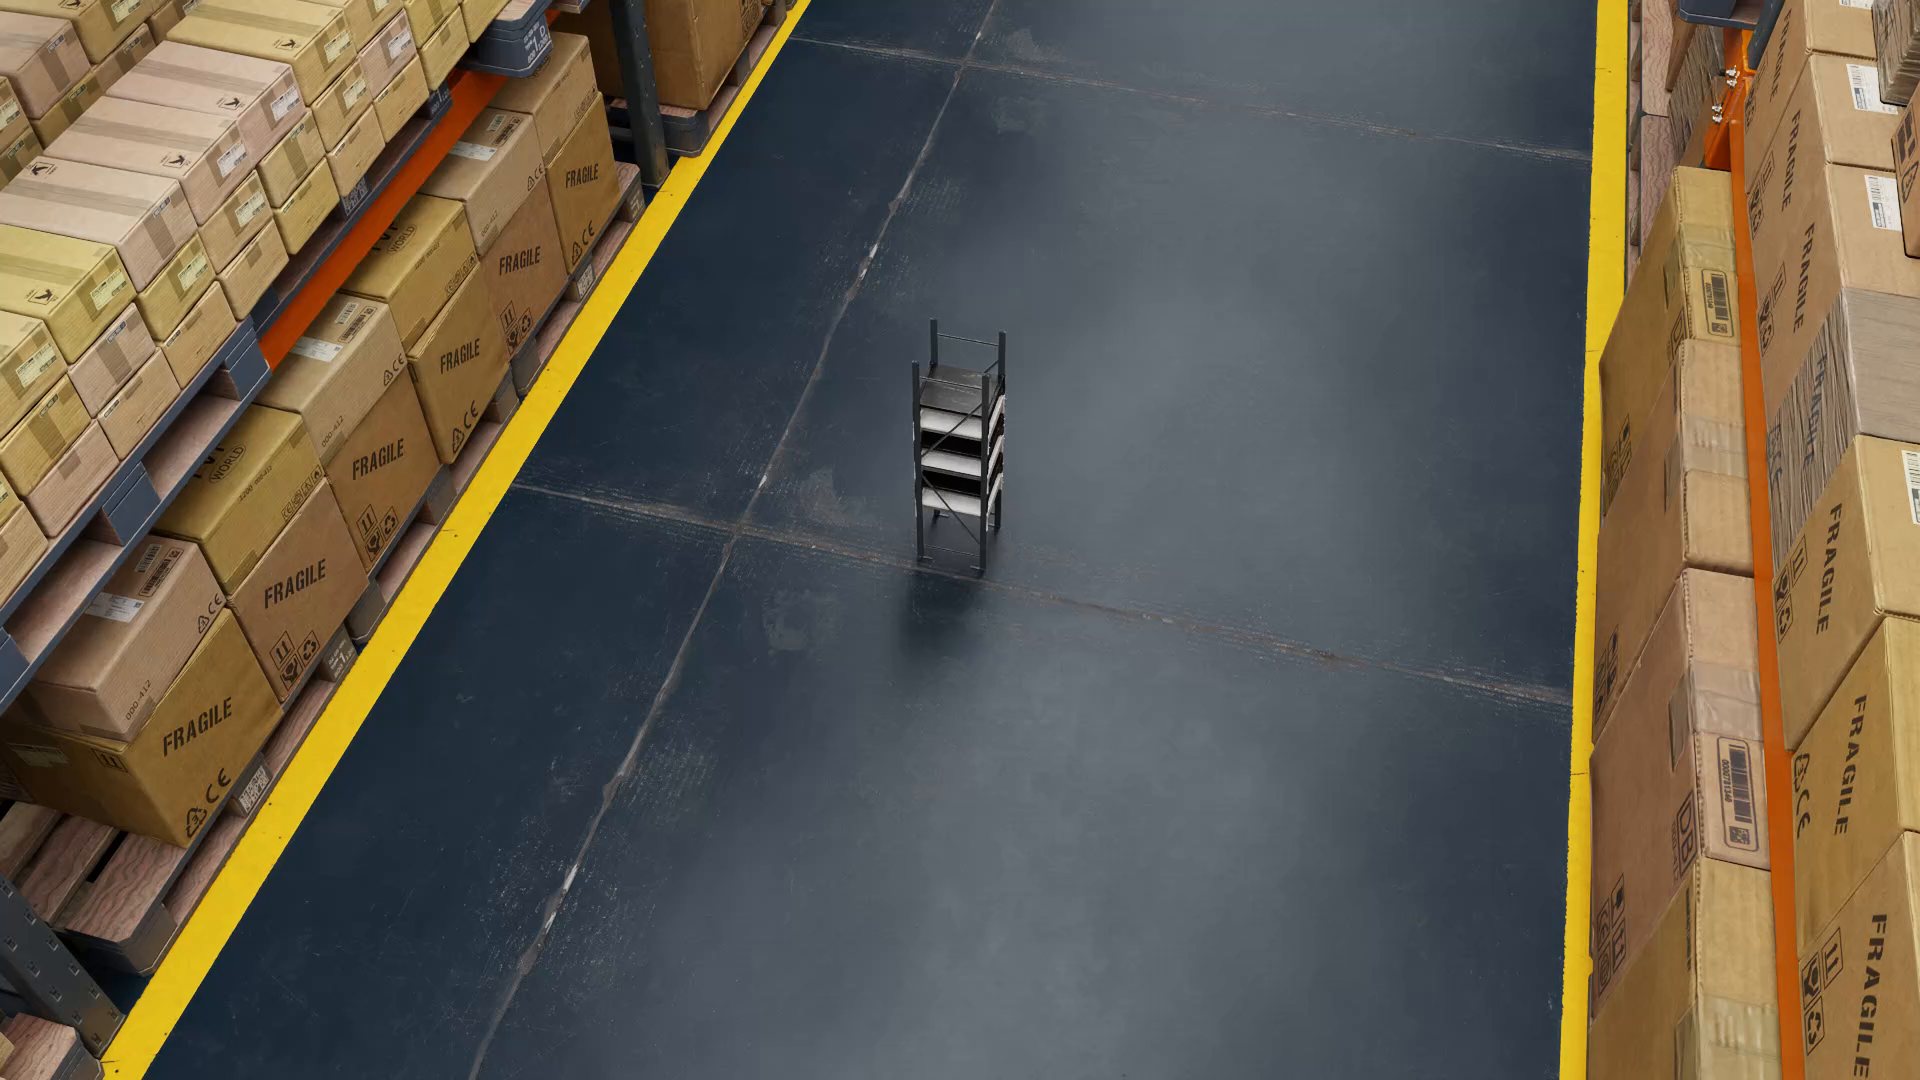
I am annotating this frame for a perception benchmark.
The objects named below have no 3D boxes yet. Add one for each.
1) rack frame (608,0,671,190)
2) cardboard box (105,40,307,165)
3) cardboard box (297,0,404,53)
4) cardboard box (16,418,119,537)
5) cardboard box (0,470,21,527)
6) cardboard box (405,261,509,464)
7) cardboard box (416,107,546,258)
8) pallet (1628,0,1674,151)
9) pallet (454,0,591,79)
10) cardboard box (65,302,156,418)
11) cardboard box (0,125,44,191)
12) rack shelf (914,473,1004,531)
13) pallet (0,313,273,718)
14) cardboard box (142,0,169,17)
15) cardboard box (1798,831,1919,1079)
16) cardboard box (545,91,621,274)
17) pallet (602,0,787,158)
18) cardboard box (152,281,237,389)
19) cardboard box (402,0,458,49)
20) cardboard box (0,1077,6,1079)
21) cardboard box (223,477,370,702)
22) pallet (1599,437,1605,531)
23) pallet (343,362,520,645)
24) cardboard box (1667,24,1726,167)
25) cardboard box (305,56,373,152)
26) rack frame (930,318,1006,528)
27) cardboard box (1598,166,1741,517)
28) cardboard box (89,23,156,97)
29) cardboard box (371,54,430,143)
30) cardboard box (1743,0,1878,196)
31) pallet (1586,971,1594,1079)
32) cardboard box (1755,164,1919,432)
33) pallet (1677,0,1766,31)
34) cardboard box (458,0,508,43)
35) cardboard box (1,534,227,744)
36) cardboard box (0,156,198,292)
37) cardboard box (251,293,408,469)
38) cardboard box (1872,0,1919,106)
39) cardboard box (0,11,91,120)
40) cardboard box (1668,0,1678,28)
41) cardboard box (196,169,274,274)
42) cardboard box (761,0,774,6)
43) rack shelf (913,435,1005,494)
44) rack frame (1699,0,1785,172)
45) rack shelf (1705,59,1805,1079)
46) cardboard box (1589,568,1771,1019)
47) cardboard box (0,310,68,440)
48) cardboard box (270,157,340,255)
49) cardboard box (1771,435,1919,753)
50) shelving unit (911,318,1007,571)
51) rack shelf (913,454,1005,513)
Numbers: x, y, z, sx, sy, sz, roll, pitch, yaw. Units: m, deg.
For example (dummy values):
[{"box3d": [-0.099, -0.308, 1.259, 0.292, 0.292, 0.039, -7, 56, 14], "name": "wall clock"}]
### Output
[{"box3d": [-1.741, -2.621, 6.063, 1.000, 3.000, 0.127, 12, 50, 10], "name": "rack frame"}, {"box3d": [-1.907, -1.110, 4.220, 0.380, 0.149, 0.250, 13, 50, 11], "name": "cardboard box"}, {"box3d": [-1.770, -1.494, 4.559, 0.380, 0.149, 0.250, 14, 50, 12], "name": "cardboard box"}, {"box3d": [-2.179, -0.180, 3.795, 0.380, 0.149, 0.250, 12, 50, 11], "name": "cardboard box"}, {"box3d": [-2.247, -0.076, 3.506, 0.380, 0.149, 0.250, 12, 50, 11], "name": "cardboard box"}, {"box3d": [-1.926, -0.645, 5.706, 0.500, 0.500, 0.500, 10, 49, 8], "name": "cardboard box"}, {"box3d": [-1.791, -1.267, 5.755, 0.500, 0.250, 0.500, 12, 50, 11], "name": "cardboard box"}, {"box3d": [3.547, -2.091, 7.455, 1.003, 0.211, 1.213, 12, 50, 10], "name": "pallet"}, {"box3d": [-1.826, -2.021, 5.661, 1.213, 0.211, 1.003, 12, 50, 10], "name": "pallet"}, {"box3d": [-2.113, -0.451, 3.836, 0.380, 0.149, 0.250, 13, 50, 11], "name": "cardboard box"}, {"box3d": [-2.606, -0.965, 4.290, 0.380, 0.149, 0.250, 9, 49, 8], "name": "cardboard box"}, {"box3d": [-0.002, -0.151, 5.567, 0.258, 0.077, 0.200, 12, 50, 10], "name": "rack shelf"}, {"box3d": [-2.453, -0.188, 4.044, 1.003, 0.211, 1.213, 12, 50, 10], "name": "pallet"}, {"box3d": [-2.394, -1.627, 4.676, 0.380, 0.149, 0.250, 13, 50, 11], "name": "cardboard box"}, {"box3d": [1.824, 0.899, 2.889, 0.500, 0.500, 0.500, 12, 50, 10], "name": "cardboard box"}, {"box3d": [-1.662, -1.405, 6.377, 0.500, 0.500, 0.500, 11, 50, 10], "name": "cardboard box"}, {"box3d": [-1.461, -2.254, 7.598, 1.003, 0.211, 1.213, 12, 50, 10], "name": "pallet"}, {"box3d": [-2.043, -0.541, 4.114, 0.380, 0.149, 0.250, 12, 50, 10], "name": "cardboard box"}, {"box3d": [-1.701, -1.583, 4.836, 0.380, 0.149, 0.250, 11, 50, 10], "name": "cardboard box"}, {"box3d": [-2.569, 1.427, 4.111, 0.380, 0.149, 0.250, 12, 50, 11], "name": "cardboard box"}, {"box3d": [-2.206, 0.095, 5.052, 0.500, 0.500, 0.500, 14, 50, 12], "name": "cardboard box"}, {"box3d": [2.737, -0.091, 5.690, 1.003, 0.211, 1.213, 12, 50, 10], "name": "pallet"}, {"box3d": [-2.271, -0.254, 5.833, 1.003, 0.211, 1.213, 12, 50, 10], "name": "pallet"}, {"box3d": [3.308, -1.780, 6.694, 0.700, 0.500, 0.500, 8, 49, 7], "name": "cardboard box"}, {"box3d": [-1.837, -1.208, 4.505, 0.380, 0.149, 0.250, 11, 49, 9], "name": "cardboard box"}, {"box3d": [0.025, -0.365, 5.472, 0.240, 0.900, 0.006, 12, 50, 10], "name": "rack frame"}, {"box3d": [2.816, -0.510, 5.337, 1.225, 0.875, 0.875, 9, 49, 8], "name": "cardboard box"}, {"box3d": [-2.467, -1.338, 4.619, 0.380, 0.149, 0.250, 13, 50, 11], "name": "cardboard box"}, {"box3d": [-1.770, -1.303, 4.787, 0.380, 0.149, 0.250, 13, 50, 11], "name": "cardboard box"}, {"box3d": [2.627, -1.304, 4.834, 0.500, 0.500, 0.500, 13, 50, 11], "name": "cardboard box"}, {"box3d": [2.095, 1.674, 4.132, 1.003, 0.211, 1.213, 12, 50, 10], "name": "pallet"}, {"box3d": [2.362, -0.560, 4.177, 0.500, 0.500, 0.500, 11, 49, 9], "name": "cardboard box"}, {"box3d": [3.102, -2.042, 5.680, 1.213, 0.211, 1.003, 12, 50, 10], "name": "pallet"}, {"box3d": [-1.631, -1.684, 5.123, 0.380, 0.149, 0.250, 11, 49, 10], "name": "cardboard box"}, {"box3d": [-2.345, 0.230, 4.433, 0.500, 0.250, 0.500, 10, 49, 8], "name": "cardboard box"}, {"box3d": [-2.041, -0.743, 3.895, 0.380, 0.149, 0.250, 11, 49, 10], "name": "cardboard box"}, {"box3d": [-2.068, -0.524, 5.099, 0.500, 0.250, 0.500, 13, 50, 11], "name": "cardboard box"}, {"box3d": [2.809, -1.409, 4.257, 0.797, 0.503, 0.637, 13, 50, 11], "name": "cardboard box"}, {"box3d": [-2.533, -1.252, 4.345, 0.380, 0.149, 0.250, 10, 49, 8], "name": "cardboard box"}, {"box3d": [3.597, -2.595, 7.413, 0.700, 0.500, 0.500, 8, 49, 7], "name": "cardboard box"}, {"box3d": [-1.976, -0.835, 4.175, 0.380, 0.149, 0.250, 13, 50, 12], "name": "cardboard box"}, {"box3d": [-1.267, -3.071, 7.680, 1.050, 0.750, 0.750, 12, 50, 11], "name": "cardboard box"}, {"box3d": [-0.002, -0.270, 5.432, 0.258, 0.077, 0.200, 12, 50, 10], "name": "rack shelf"}, {"box3d": [3.017, -1.569, 5.134, 1.000, 3.000, 0.127, 12, 50, 10], "name": "rack frame"}, {"box3d": [2.491, 0.115, 4.127, 1.077, 0.370, 4.000, 12, 50, 10], "name": "rack shelf"}, {"box3d": [2.348, 0.775, 4.203, 1.225, 0.875, 0.875, 10, 49, 9], "name": "cardboard box"}, {"box3d": [-2.179, -0.378, 3.573, 0.380, 0.149, 0.250, 13, 50, 11], "name": "cardboard box"}, {"box3d": [-1.908, -0.923, 4.452, 0.380, 0.149, 0.250, 11, 49, 9], "name": "cardboard box"}, {"box3d": [2.092, 0.163, 3.539, 0.500, 0.500, 0.500, 11, 49, 10], "name": "cardboard box"}, {"box3d": [-0.002, -0.292, 5.407, 0.258, 0.900, 0.210, 12, 50, 10], "name": "shelving unit"}, {"box3d": [-0.002, -0.210, 5.500, 0.258, 0.077, 0.200, 12, 50, 10], "name": "rack shelf"}]
